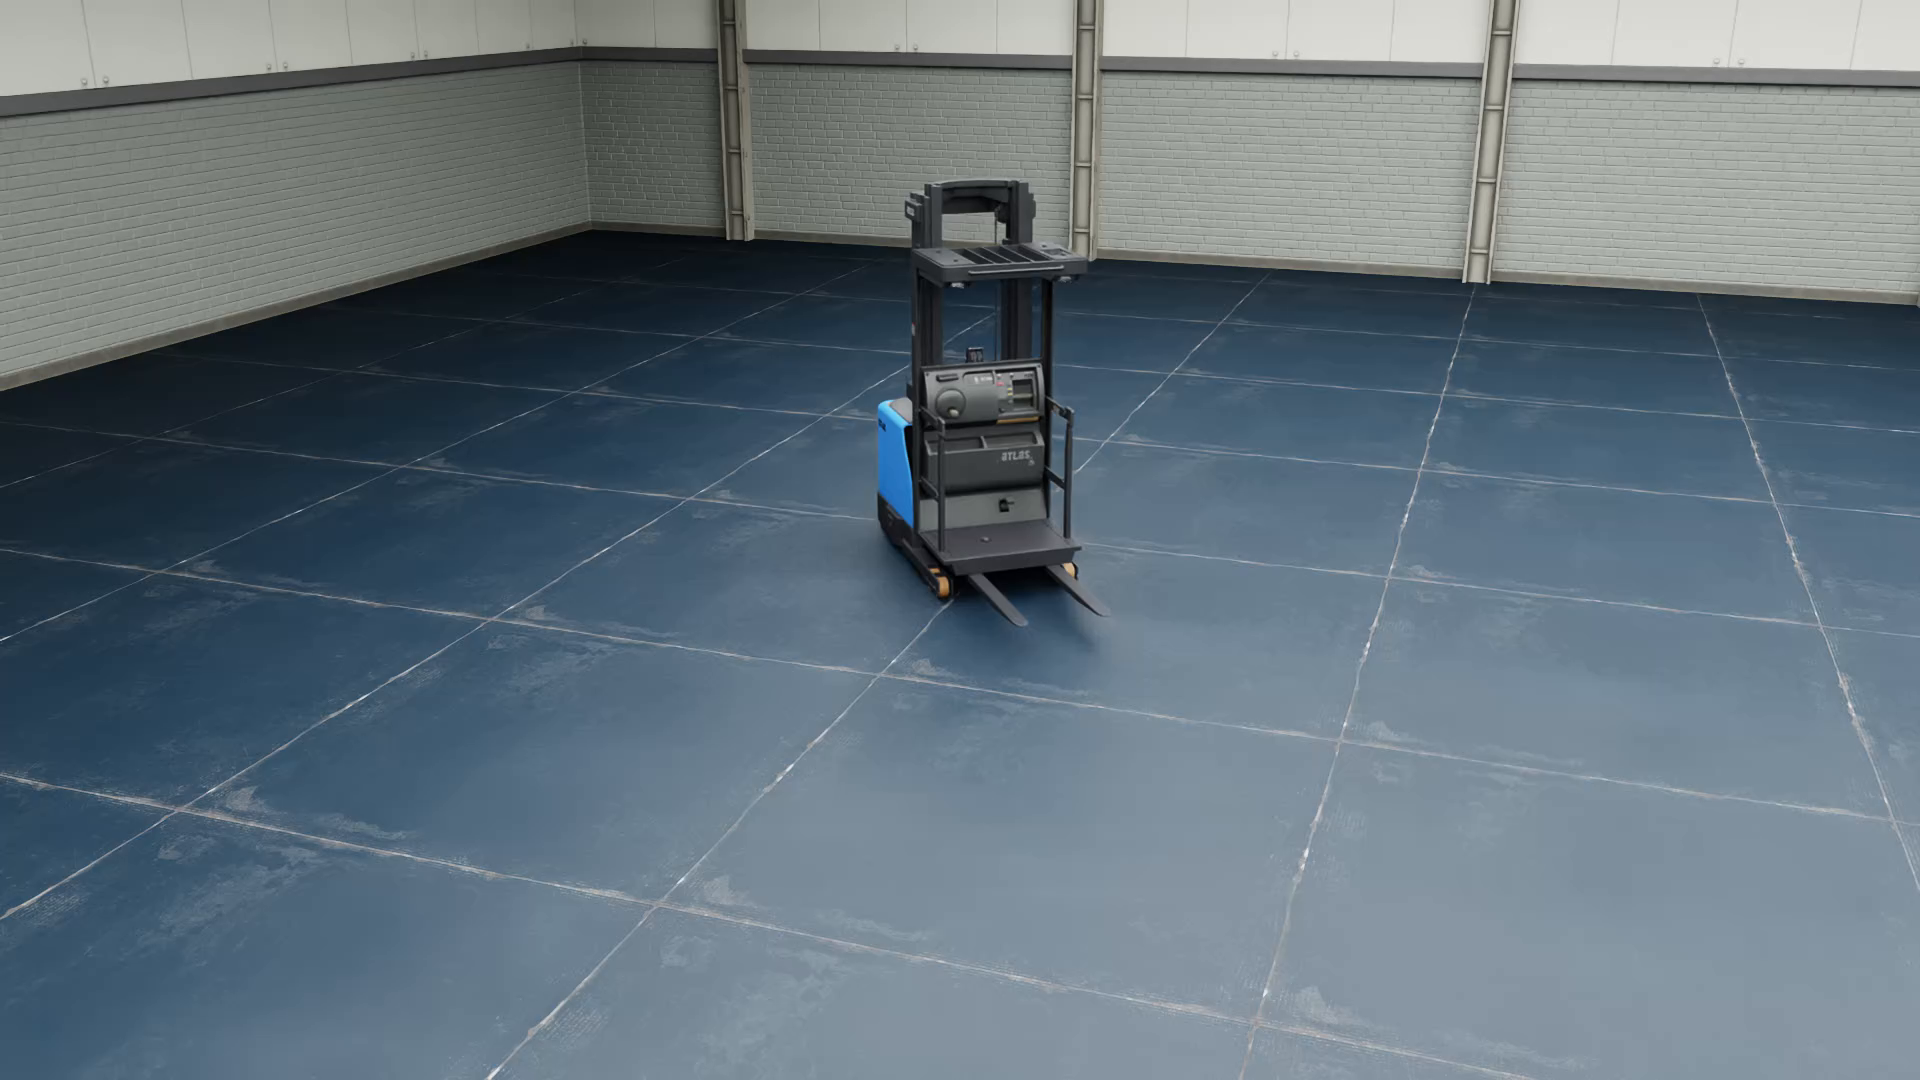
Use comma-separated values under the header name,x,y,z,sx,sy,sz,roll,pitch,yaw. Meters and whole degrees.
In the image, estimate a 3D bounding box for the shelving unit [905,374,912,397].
name,x,y,z,sx,sy,sz,roll,pitch,yaw
shelving unit,-0.336,-0.794,14.030,0.189,1.200,0.258,-6,20,-15

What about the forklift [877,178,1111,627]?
name,x,y,z,sx,sy,sz,roll,pitch,yaw
forklift,0.252,-1.098,12.272,1.130,2.935,3.031,-6,20,-17

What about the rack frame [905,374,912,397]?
name,x,y,z,sx,sy,sz,roll,pitch,yaw
rack frame,-0.424,-0.785,14.006,0.006,1.200,0.240,-6,20,-15

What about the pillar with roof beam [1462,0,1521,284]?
name,x,y,z,sx,sy,sz,roll,pitch,yaw
pillar with roof beam,6.201,-6.722,19.189,0.400,9.000,9.100,7,20,18

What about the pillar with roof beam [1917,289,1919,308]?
name,x,y,z,sx,sy,sz,roll,pitch,yaw
pillar with roof beam,11.868,-6.074,17.330,0.400,9.000,9.100,7,20,18

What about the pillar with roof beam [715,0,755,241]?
name,x,y,z,sx,sy,sz,roll,pitch,yaw
pillar with roof beam,-5.135,-8.018,22.908,0.400,9.000,9.100,7,20,18

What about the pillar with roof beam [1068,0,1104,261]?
name,x,y,z,sx,sy,sz,roll,pitch,yaw
pillar with roof beam,0.533,-7.370,21.049,0.400,9.000,9.100,7,20,18
